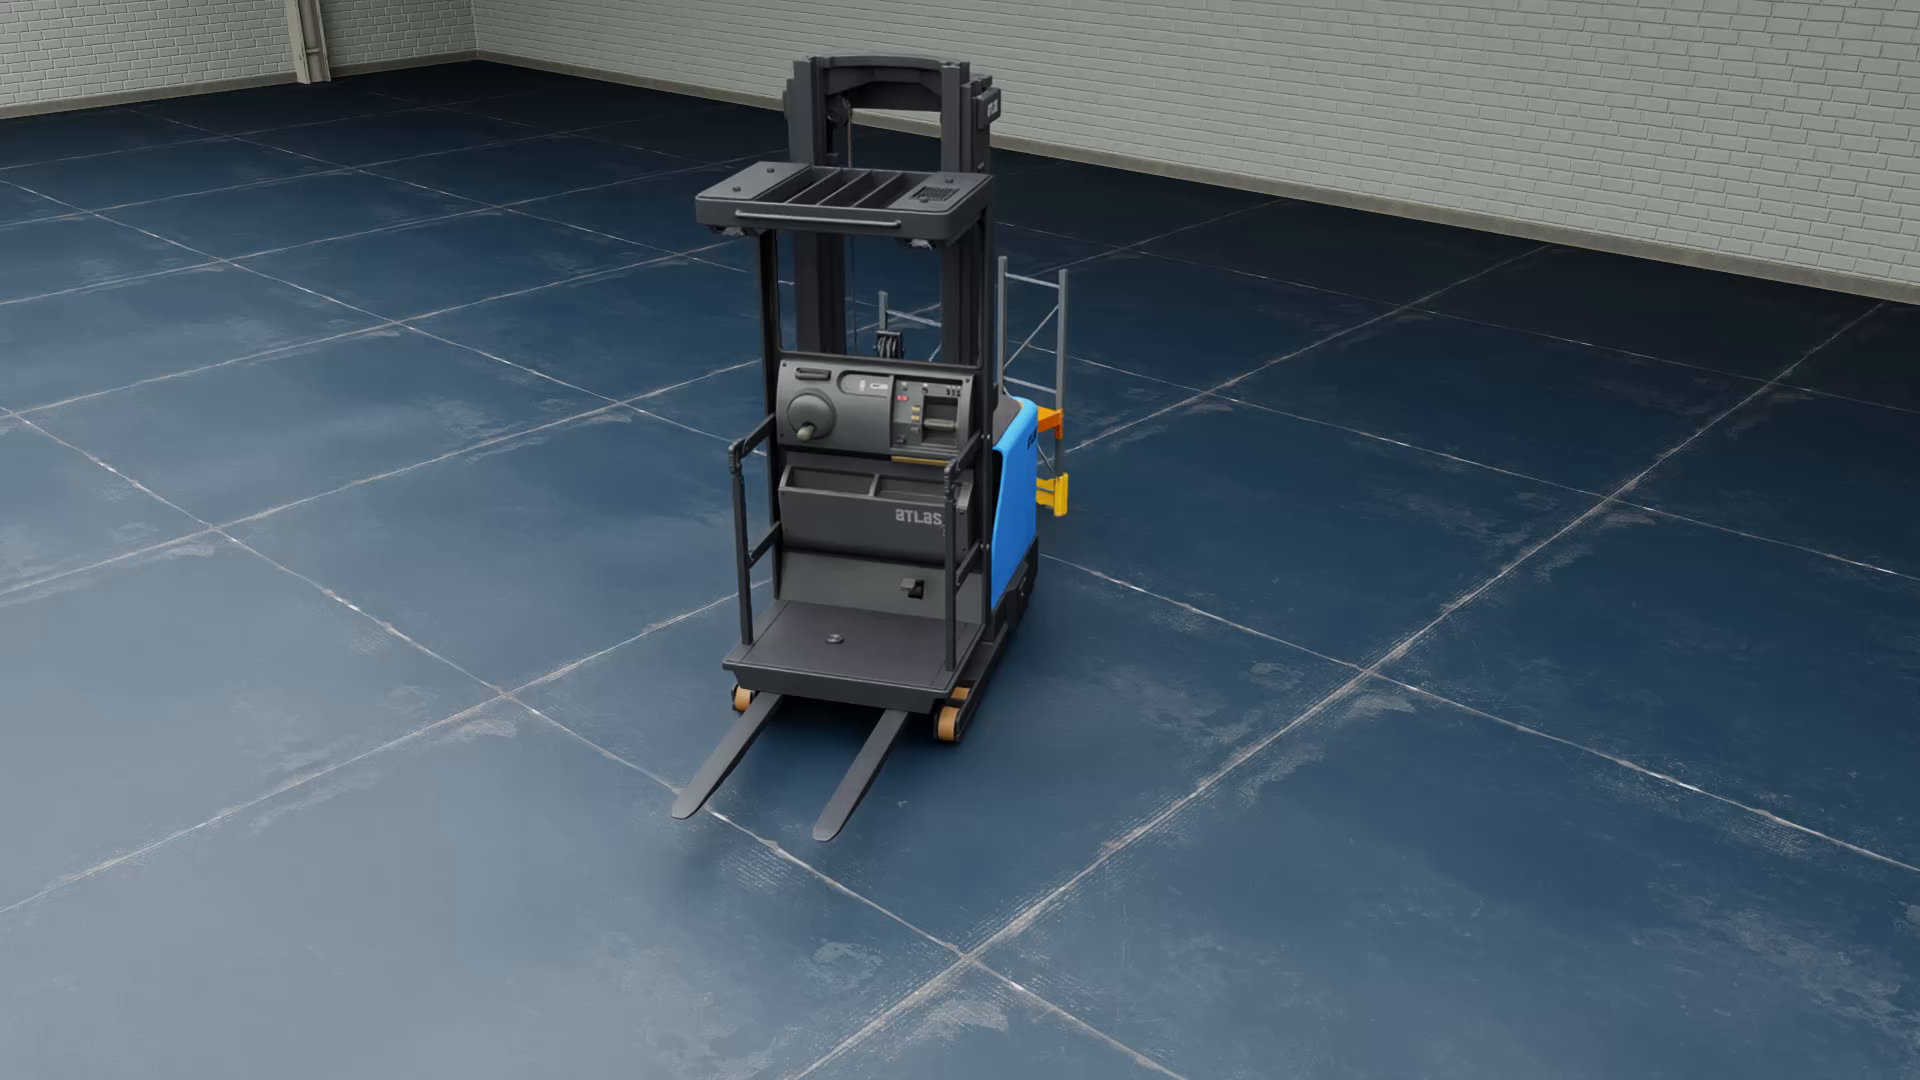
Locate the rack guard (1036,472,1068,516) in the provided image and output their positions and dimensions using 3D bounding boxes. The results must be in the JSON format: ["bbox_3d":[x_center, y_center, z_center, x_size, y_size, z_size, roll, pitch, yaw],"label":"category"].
[{"bbox_3d":[0.412,-0.350,10.226,0.587,0.250,0.087,20,31,37],"label":"rack guard"}]

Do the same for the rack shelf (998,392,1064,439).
[{"bbox_3d":[0.090,-0.606,9.709,0.538,0.185,1.000,20,31,37],"label":"rack shelf"}]

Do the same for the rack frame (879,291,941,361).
[{"bbox_3d":[-0.245,-0.614,9.286,0.500,1.500,0.032,20,31,37],"label":"rack frame"}]

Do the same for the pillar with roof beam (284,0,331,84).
[{"bbox_3d":[-6.638,-9.924,20.885,9.100,9.000,0.400,20,31,38],"label":"pillar with roof beam"}]

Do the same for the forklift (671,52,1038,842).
[{"bbox_3d":[-0.451,-0.580,7.461,1.130,2.935,3.031,6,25,14],"label":"forklift"}]

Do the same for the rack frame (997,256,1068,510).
[{"bbox_3d":[0.425,-0.927,9.984,0.500,1.500,0.032,20,31,37],"label":"rack frame"}]

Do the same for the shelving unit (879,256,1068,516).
[{"bbox_3d":[0.084,-0.768,9.629,0.587,1.500,1.083,20,31,37],"label":"shelving unit"}]
